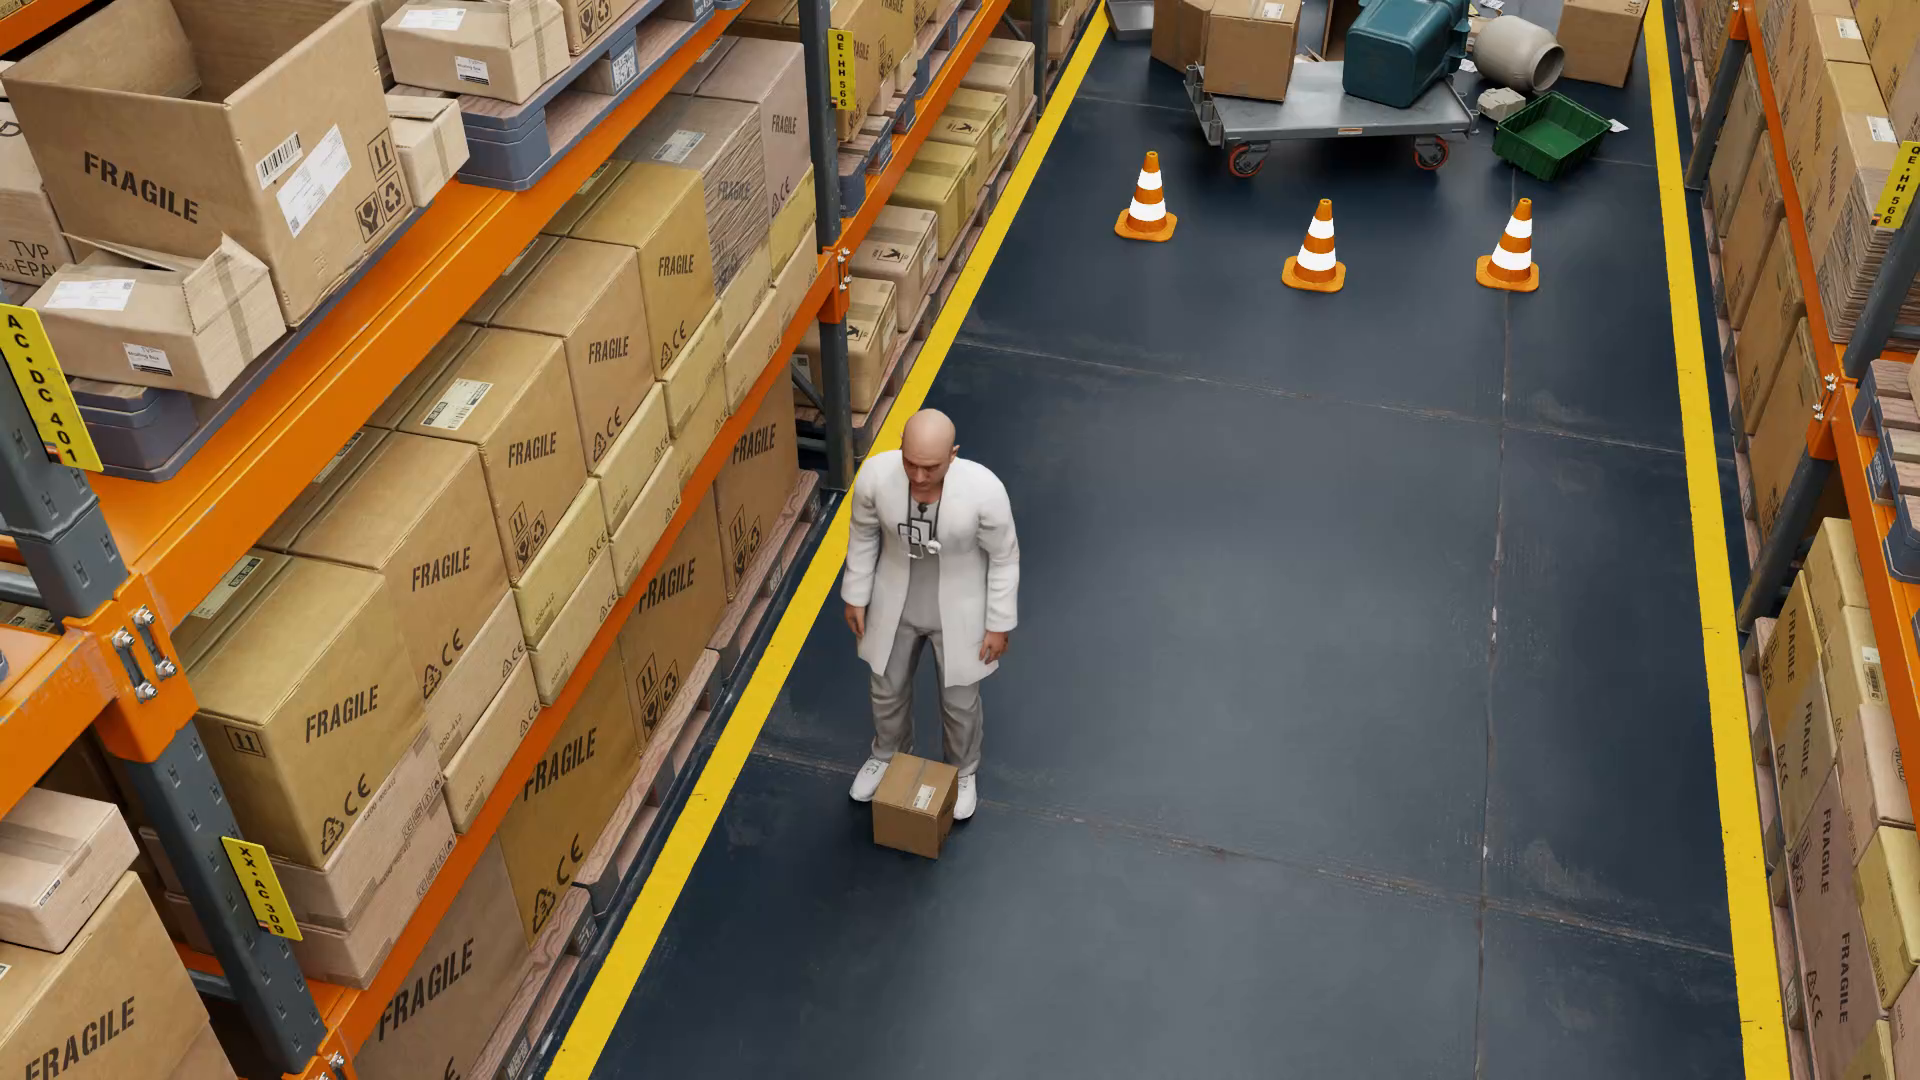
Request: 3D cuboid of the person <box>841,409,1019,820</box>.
[{"bbox_3d":[-0.109,0.249,5.877,0.645,1.774,0.425,10,42,12],"label":"person"}]
